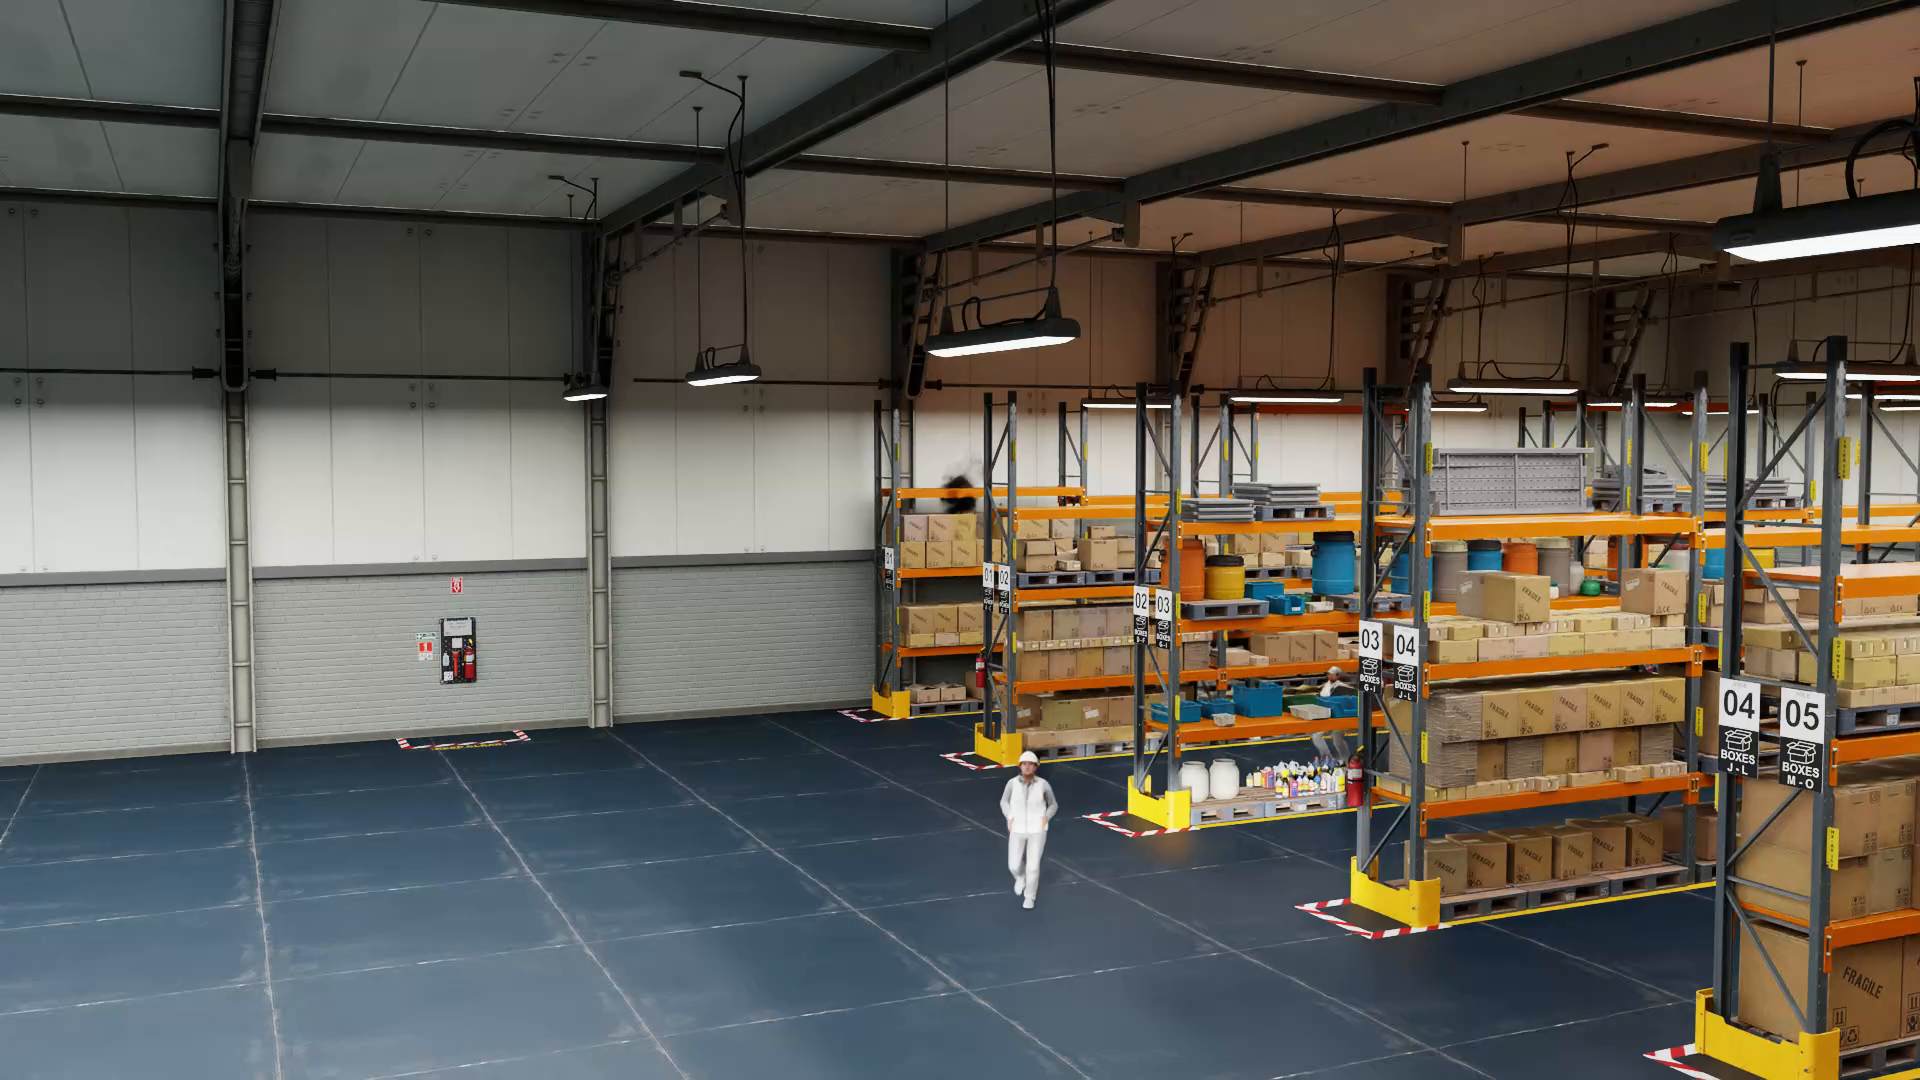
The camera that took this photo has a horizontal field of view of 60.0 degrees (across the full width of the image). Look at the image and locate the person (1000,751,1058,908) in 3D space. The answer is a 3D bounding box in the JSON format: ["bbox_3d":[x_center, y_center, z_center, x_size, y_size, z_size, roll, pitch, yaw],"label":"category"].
[{"bbox_3d":[0.763,3.221,18.552,0.658,1.722,0.608,1,3,9],"label":"person"}]

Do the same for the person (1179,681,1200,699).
[{"bbox_3d":[4.162,2.430,31.011,1.005,1.776,0.663,-2,4,-29],"label":"person"}]

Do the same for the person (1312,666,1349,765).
[{"bbox_3d":[5.855,2.818,26.162,0.682,1.679,0.577,-2,4,-32],"label":"person"}]
